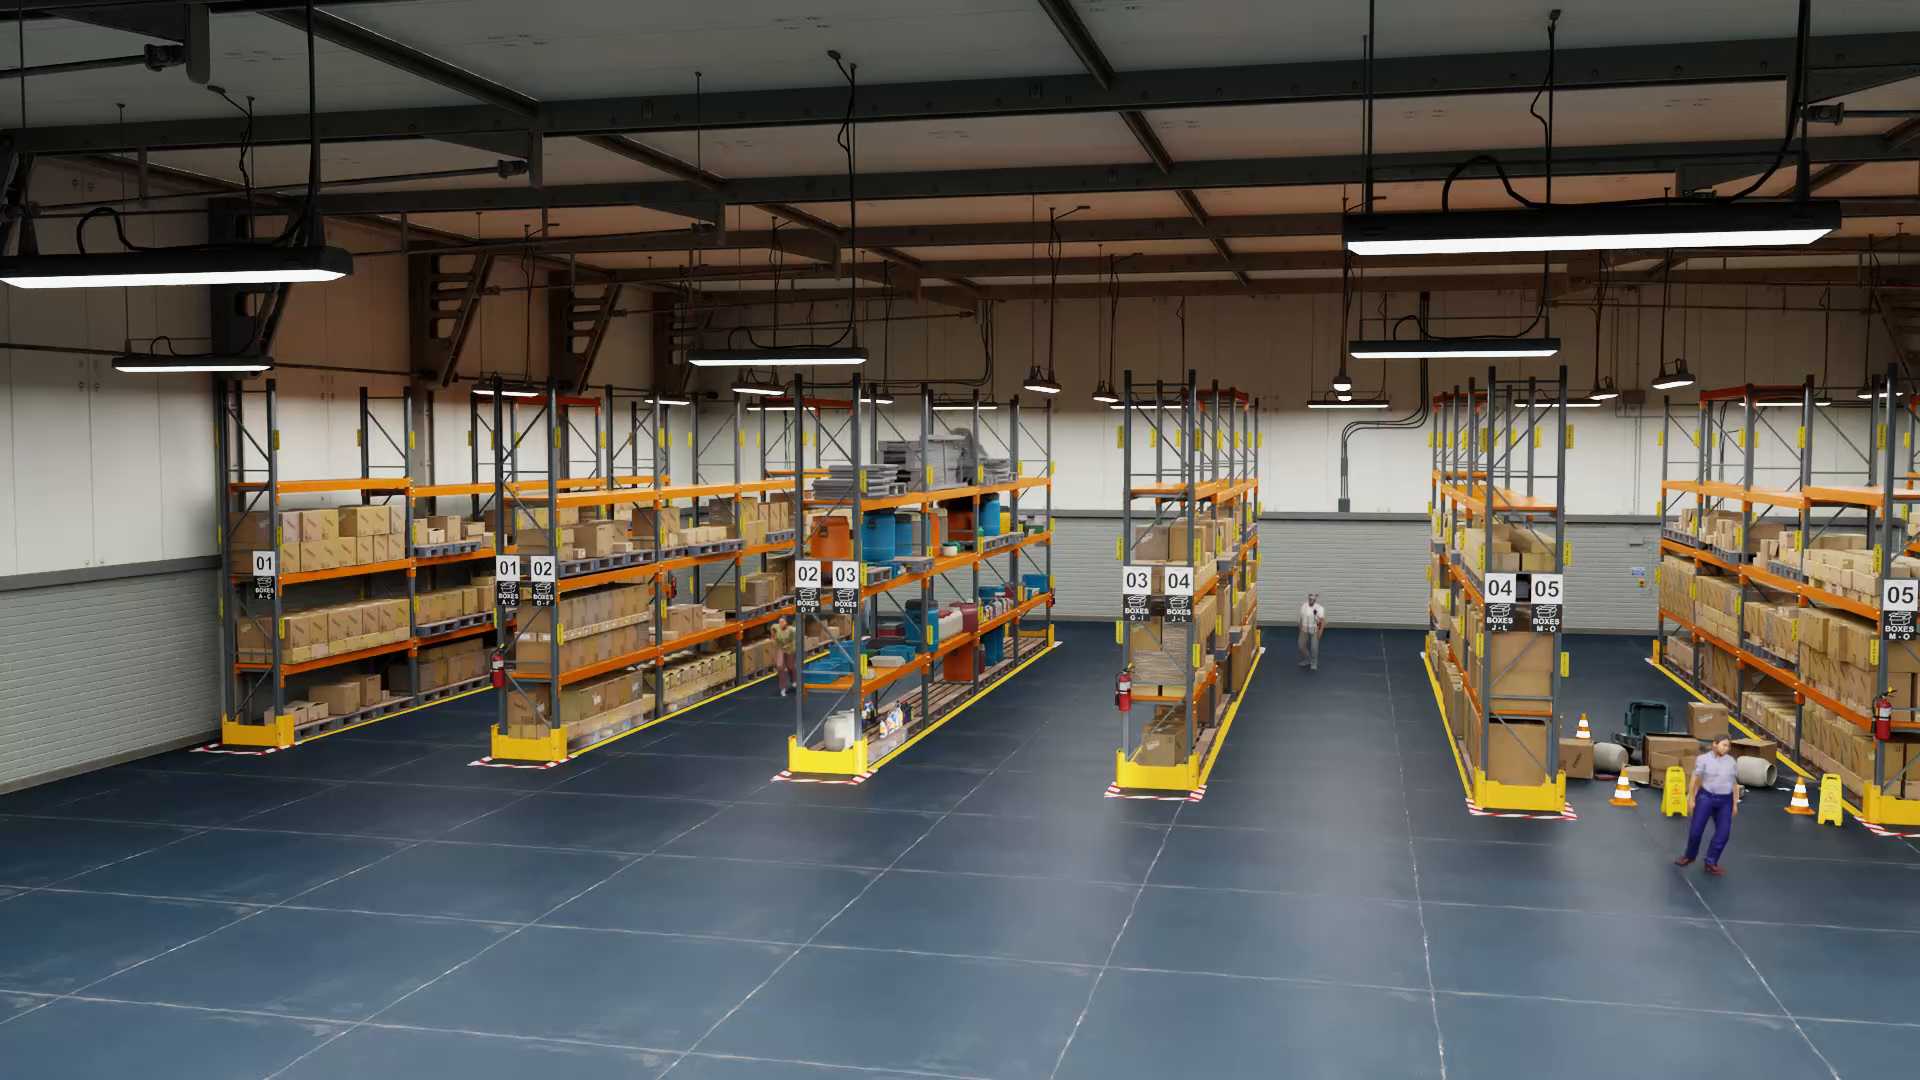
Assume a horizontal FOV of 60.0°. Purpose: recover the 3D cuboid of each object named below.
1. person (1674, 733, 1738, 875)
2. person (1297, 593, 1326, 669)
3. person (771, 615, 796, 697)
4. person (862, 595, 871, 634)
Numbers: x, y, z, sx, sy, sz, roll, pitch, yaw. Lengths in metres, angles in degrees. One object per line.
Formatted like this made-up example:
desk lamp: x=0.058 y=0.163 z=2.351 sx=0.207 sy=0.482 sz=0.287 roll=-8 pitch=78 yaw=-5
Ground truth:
person: x=8.650 y=3.034 z=19.246 sx=0.628 sy=1.630 sz=0.478 roll=0 pitch=3 yaw=-1
person: x=7.637 y=1.983 z=36.209 sx=0.692 sy=1.704 sz=0.640 roll=2 pitch=4 yaw=31
person: x=-3.418 y=2.257 z=32.897 sx=0.622 sy=1.630 sz=0.967 roll=1 pitch=4 yaw=12
person: x=-2.533 y=1.543 z=42.613 sx=0.914 sy=1.748 sz=0.721 roll=2 pitch=4 yaw=27
